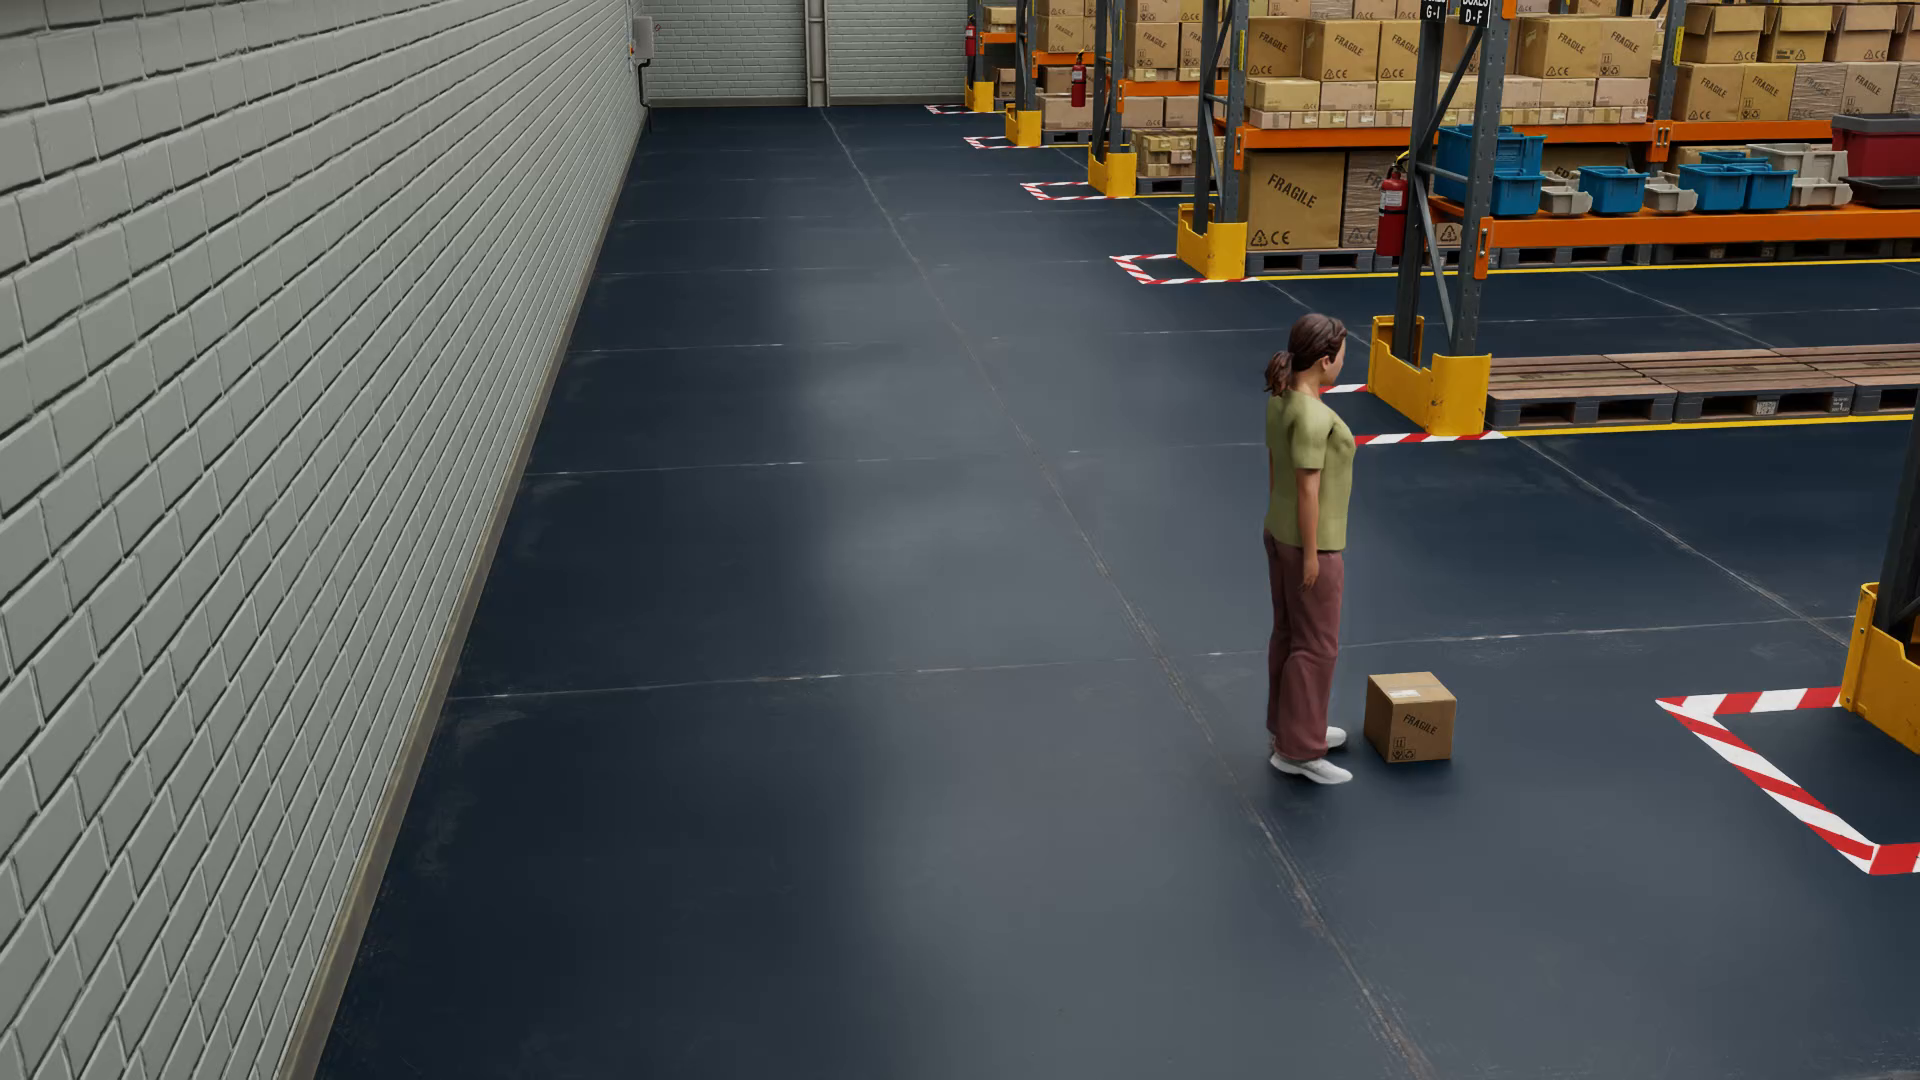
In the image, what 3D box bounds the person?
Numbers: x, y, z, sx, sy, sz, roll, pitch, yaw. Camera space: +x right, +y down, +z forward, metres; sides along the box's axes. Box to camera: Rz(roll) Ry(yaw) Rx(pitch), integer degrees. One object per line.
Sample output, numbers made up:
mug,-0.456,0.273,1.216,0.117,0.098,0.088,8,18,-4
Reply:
person,1.268,0.031,6.007,0.433,1.715,0.478,-3,20,-8
